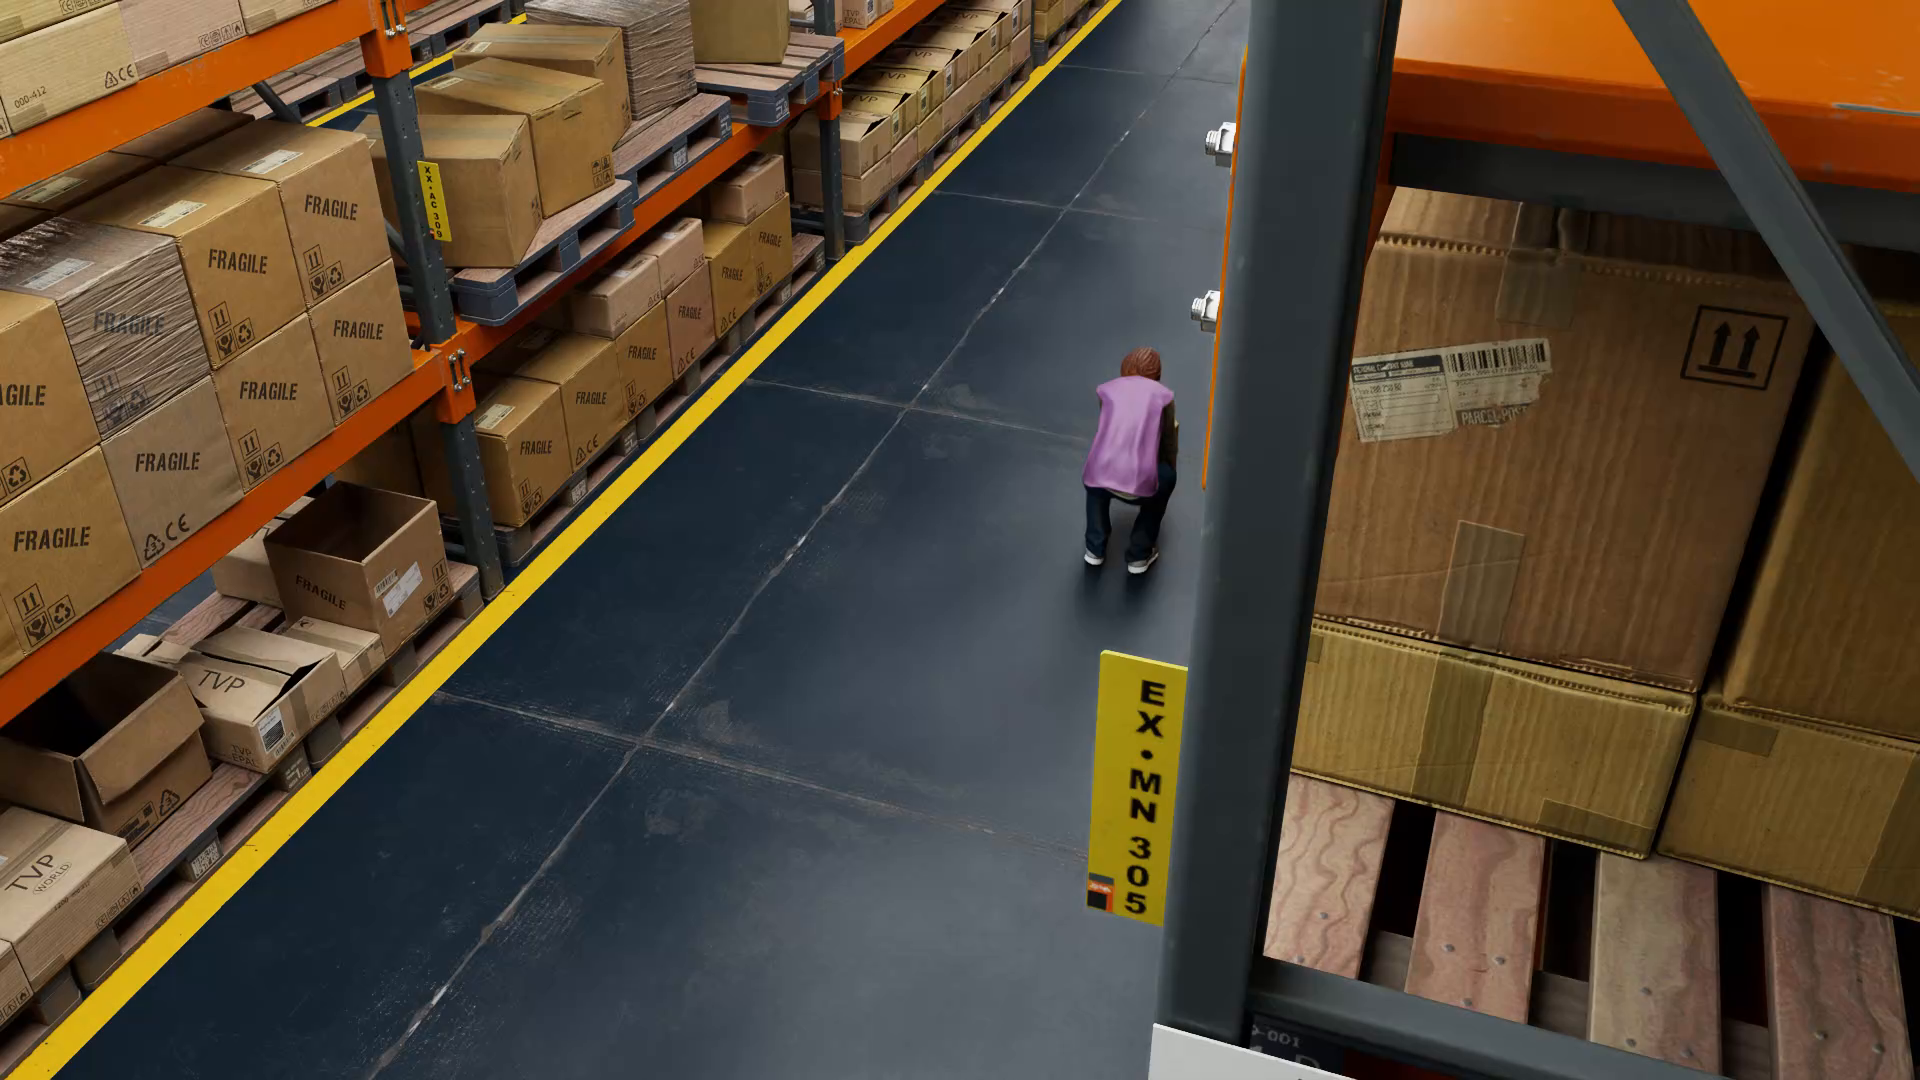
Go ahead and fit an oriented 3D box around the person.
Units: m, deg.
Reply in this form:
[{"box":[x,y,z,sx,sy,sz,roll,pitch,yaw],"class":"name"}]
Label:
[{"box":[0.802,-0.353,7.816,0.426,0.895,0.838,10,35,15],"class":"person"}]
